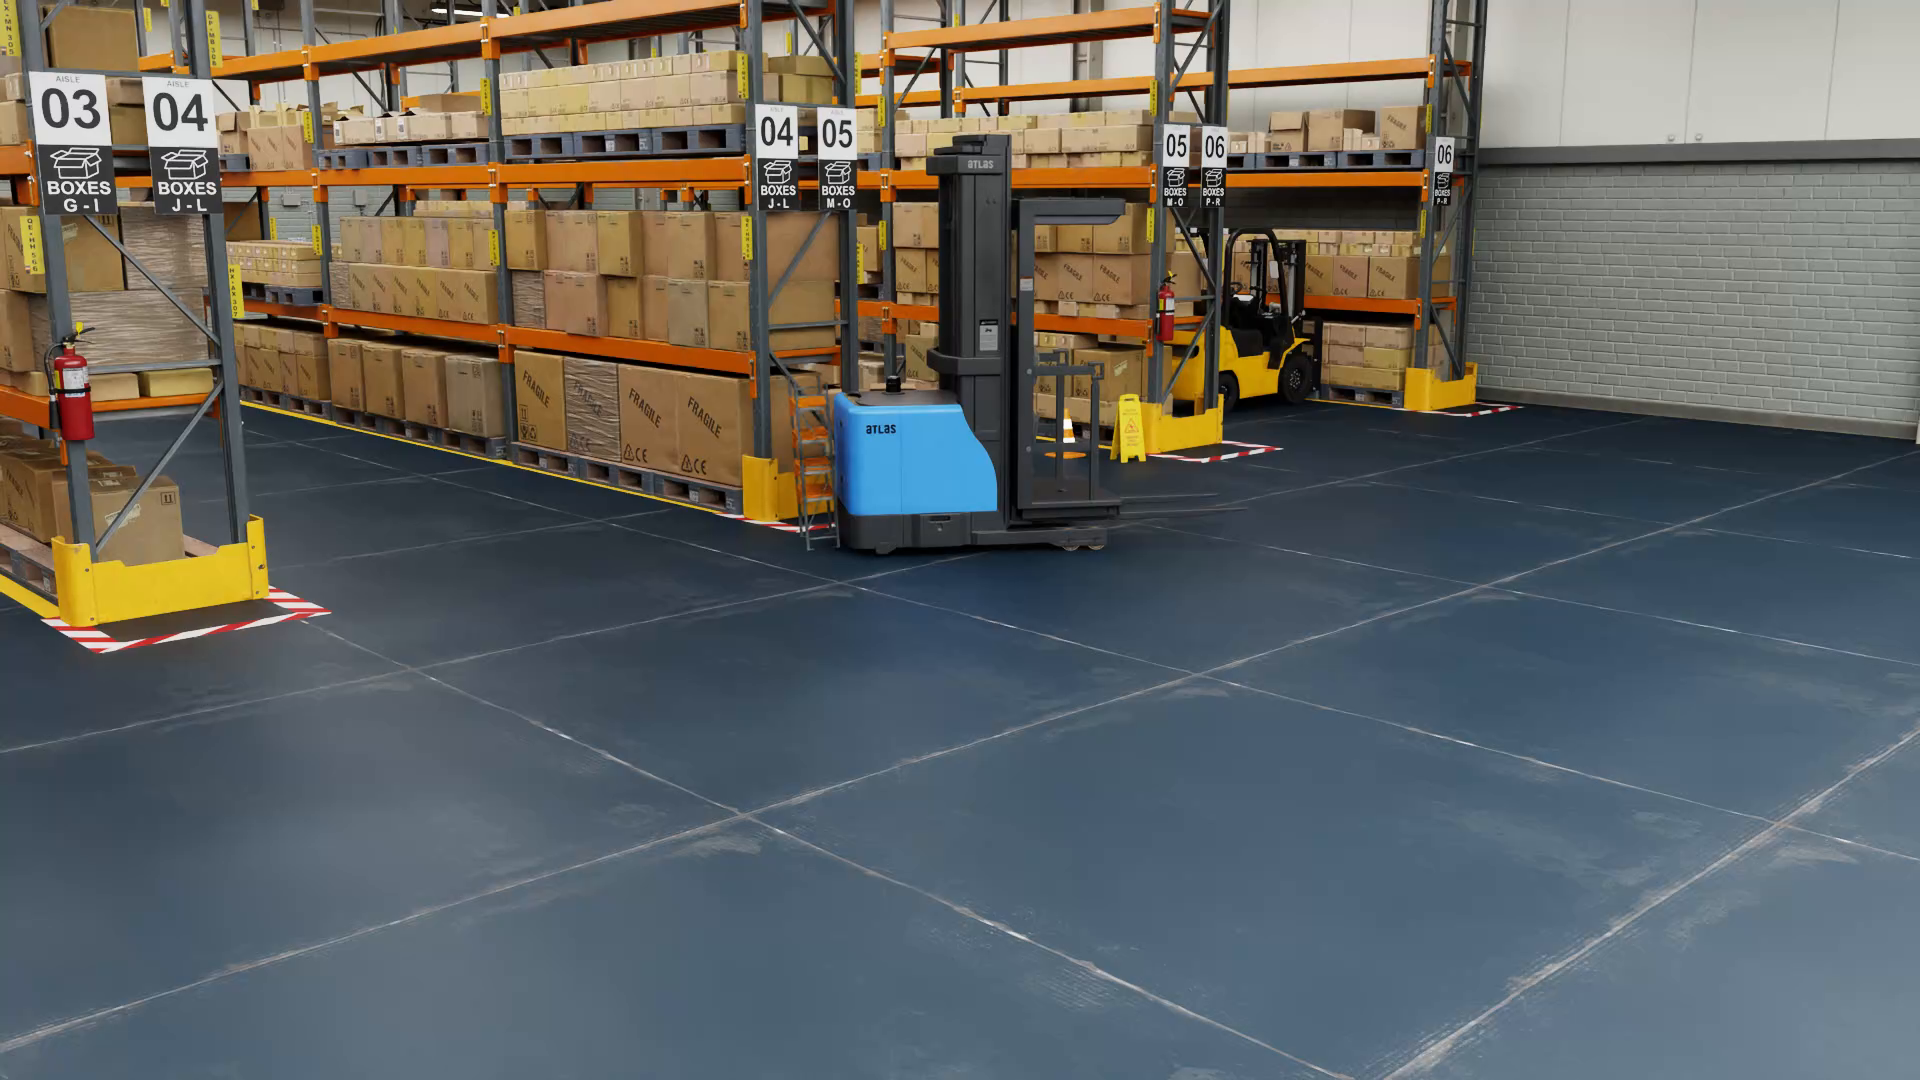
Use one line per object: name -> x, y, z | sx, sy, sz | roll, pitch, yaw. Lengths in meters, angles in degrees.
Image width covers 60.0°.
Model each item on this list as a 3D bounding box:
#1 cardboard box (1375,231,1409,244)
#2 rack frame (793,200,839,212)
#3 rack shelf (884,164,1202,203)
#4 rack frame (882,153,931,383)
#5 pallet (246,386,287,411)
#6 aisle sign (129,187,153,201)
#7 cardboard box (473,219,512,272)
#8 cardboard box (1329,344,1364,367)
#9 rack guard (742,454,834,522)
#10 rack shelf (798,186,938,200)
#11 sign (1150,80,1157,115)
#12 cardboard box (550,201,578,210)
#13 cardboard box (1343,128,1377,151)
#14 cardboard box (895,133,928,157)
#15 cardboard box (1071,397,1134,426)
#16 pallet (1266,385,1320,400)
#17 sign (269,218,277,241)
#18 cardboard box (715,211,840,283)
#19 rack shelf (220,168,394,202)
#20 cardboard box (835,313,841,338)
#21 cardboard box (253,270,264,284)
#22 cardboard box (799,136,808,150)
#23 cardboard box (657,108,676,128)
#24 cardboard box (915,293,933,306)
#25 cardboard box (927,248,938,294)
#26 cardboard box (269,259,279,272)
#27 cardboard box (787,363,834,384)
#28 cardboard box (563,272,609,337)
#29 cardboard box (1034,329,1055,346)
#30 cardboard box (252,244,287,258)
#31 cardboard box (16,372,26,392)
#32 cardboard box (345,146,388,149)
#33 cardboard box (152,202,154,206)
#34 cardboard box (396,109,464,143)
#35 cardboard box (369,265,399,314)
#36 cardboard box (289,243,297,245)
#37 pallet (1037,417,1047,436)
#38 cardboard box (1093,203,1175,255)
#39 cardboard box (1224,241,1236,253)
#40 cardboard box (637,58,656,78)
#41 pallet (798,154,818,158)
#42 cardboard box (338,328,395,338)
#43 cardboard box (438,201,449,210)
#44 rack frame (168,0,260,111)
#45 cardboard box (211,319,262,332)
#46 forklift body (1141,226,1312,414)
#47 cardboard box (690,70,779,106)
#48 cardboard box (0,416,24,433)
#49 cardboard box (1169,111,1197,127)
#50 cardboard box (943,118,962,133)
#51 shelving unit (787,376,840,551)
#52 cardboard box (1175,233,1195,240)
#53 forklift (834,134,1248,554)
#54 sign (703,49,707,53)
cardboard box -> 5.269, -3.680, 20.249 | 0.380, 0.149, 0.250 | -11, 16, -42
rack frame -> -2.425, -4.865, 28.590 | 1.000, 3.000, 0.127 | -11, 16, -43
rack shelf -> 0.893, -3.830, 17.916 | 1.077, 0.370, 4.000 | -11, 16, -43
rack frame -> -0.488, -3.005, 19.563 | 1.000, 3.000, 0.127 | -11, 16, -43
pallet -> -8.138, -1.811, 20.677 | 1.003, 0.211, 1.213 | -11, 16, -43
aisle sign -> -12.119, -5.377, 24.636 | 0.394, 0.787, 0.004 | -11, 16, -43
cardboard box -> -4.345, -2.911, 16.380 | 0.700, 0.500, 0.500 | -11, 16, -44
cardboard box -> 4.961, -2.319, 20.770 | 0.500, 0.250, 0.500 | -11, 16, -43
rack guard -> -1.219, -0.489, 13.545 | 1.175, 0.500, 0.348 | -11, 16, -43
rack shelf -> -1.044, -5.690, 26.943 | 1.077, 0.370, 4.000 | -11, 16, -43
sign -> 1.859, -4.250, 15.976 | 0.100, 0.325, 0.005 | -11, 16, -43
cardboard box -> -6.043, -5.111, 25.453 | 0.380, 0.149, 0.250 | -11, 16, -43
cardboard box -> 4.895, -4.887, 20.309 | 0.396, 0.266, 0.258 | -11, 16, -42
cardboard box -> -0.382, -4.444, 18.749 | 0.500, 0.250, 0.500 | -11, 16, -44
cardboard box -> 1.505, -1.364, 17.372 | 0.500, 0.250, 0.500 | -11, 16, -43
pallet -> 4.465, -2.031, 21.748 | 1.003, 0.211, 1.213 | -11, 16, -43
sign -> -9.124, -4.113, 22.072 | 0.100, 0.325, 0.005 | -11, 16, -43
cardboard box -> -1.464, -2.379, 13.475 | 0.875, 0.550, 0.550 | -11, 16, -43
rack shelf -> -8.142, -4.293, 20.164 | 1.077, 0.370, 4.000 | -11, 16, -43
cardboard box -> -1.879, -3.668, 27.935 | 0.500, 0.500, 0.500 | -11, 16, -43
cardboard box -> -8.138, -3.125, 19.726 | 0.250, 0.149, 0.380 | 11, 16, 43
cardboard box -> -1.693, -4.820, 20.273 | 0.500, 0.250, 0.500 | -11, 16, -42
cardboard box -> -2.236, -3.430, 13.526 | 0.380, 0.149, 0.250 | -11, 16, -42
cardboard box -> -0.290, -2.762, 19.005 | 0.380, 0.149, 0.250 | -10, 15, -41
cardboard box -> -0.022, -3.027, 18.683 | 0.500, 0.500, 0.500 | -11, 16, -43
cardboard box -> -7.800, -3.198, 19.344 | 0.380, 0.149, 0.250 | -10, 16, -41
cardboard box -> -1.755, -1.899, 18.514 | 0.500, 0.500, 0.500 | -11, 16, -43
cardboard box -> -3.051, -2.149, 15.039 | 0.875, 0.550, 0.550 | -11, 16, -43
cardboard box -> 0.878, -2.166, 17.797 | 0.380, 0.149, 0.250 | -10, 15, -40
cardboard box -> -8.133, -3.415, 19.663 | 0.380, 0.149, 0.250 | -11, 16, -43
cardboard box -> -5.783, -1.035, 10.622 | 0.380, 0.149, 0.250 | -11, 16, -43
cardboard box -> -6.963, -4.523, 19.249 | 0.500, 0.500, 0.500 | -11, 16, -43
cardboard box -> -10.404, -4.258, 22.182 | 0.500, 0.500, 0.500 | 11, 16, 43
cardboard box -> -5.368, -4.206, 16.890 | 0.500, 0.311, 0.500 | 11, 16, 43
cardboard box -> -5.945, -2.683, 17.750 | 0.500, 0.500, 0.500 | -11, 16, -43
cardboard box -> -8.018, -3.581, 20.468 | 0.380, 0.149, 0.250 | -11, 16, -43
pallet -> 0.848, -1.368, 18.528 | 1.003, 0.211, 1.213 | -11, 16, -43
cardboard box -> 1.764, -3.150, 16.803 | 0.500, 0.500, 0.700 | 11, 16, 44
cardboard box -> 3.626, -3.863, 21.871 | 0.380, 0.149, 0.250 | -10, 16, -41
cardboard box -> -2.414, -3.858, 13.628 | 0.380, 0.149, 0.250 | -11, 16, -42
pallet -> -1.556, -4.638, 20.521 | 1.213, 0.211, 1.003 | -11, 16, -43
cardboard box -> -7.062, -2.367, 19.763 | 0.500, 0.250, 0.500 | 11, 16, 43
cardboard box -> -8.206, -5.404, 26.875 | 0.250, 0.149, 0.380 | 11, 16, 43
rack frame -> -9.523, -6.406, 21.205 | 1.000, 3.000, 0.127 | -11, 16, -43
cardboard box -> -9.204, -2.672, 21.243 | 0.500, 0.250, 0.500 | 11, 16, 43
forklift body -> 3.233, -2.720, 20.285 | 2.313, 2.155, 1.214 | -11, 16, -43
cardboard box -> -1.776, -3.545, 13.098 | 0.500, 0.250, 0.500 | -11, 16, -42
cardboard box -> -8.064, -0.708, 13.518 | 0.500, 0.500, 0.700 | 10, 15, 41
cardboard box -> 2.176, -4.238, 16.762 | 0.380, 0.149, 0.250 | -11, 16, -43
cardboard box -> 0.032, -4.534, 18.200 | 0.380, 0.149, 0.250 | -11, 16, -43
shelving unit -> -1.071, -0.570, 12.166 | 0.258, 1.200, 0.503 | -6, 12, -10
cardboard box -> 3.105, -4.122, 22.391 | 0.380, 0.149, 0.250 | -10, 16, -41
forklift -> 0.611, -1.460, 12.233 | 3.031, 2.935, 1.130 | -2, 12, -11
sign -> -4.772, -8.996, 31.069 | 0.100, 0.325, 0.005 | -11, 16, -43
